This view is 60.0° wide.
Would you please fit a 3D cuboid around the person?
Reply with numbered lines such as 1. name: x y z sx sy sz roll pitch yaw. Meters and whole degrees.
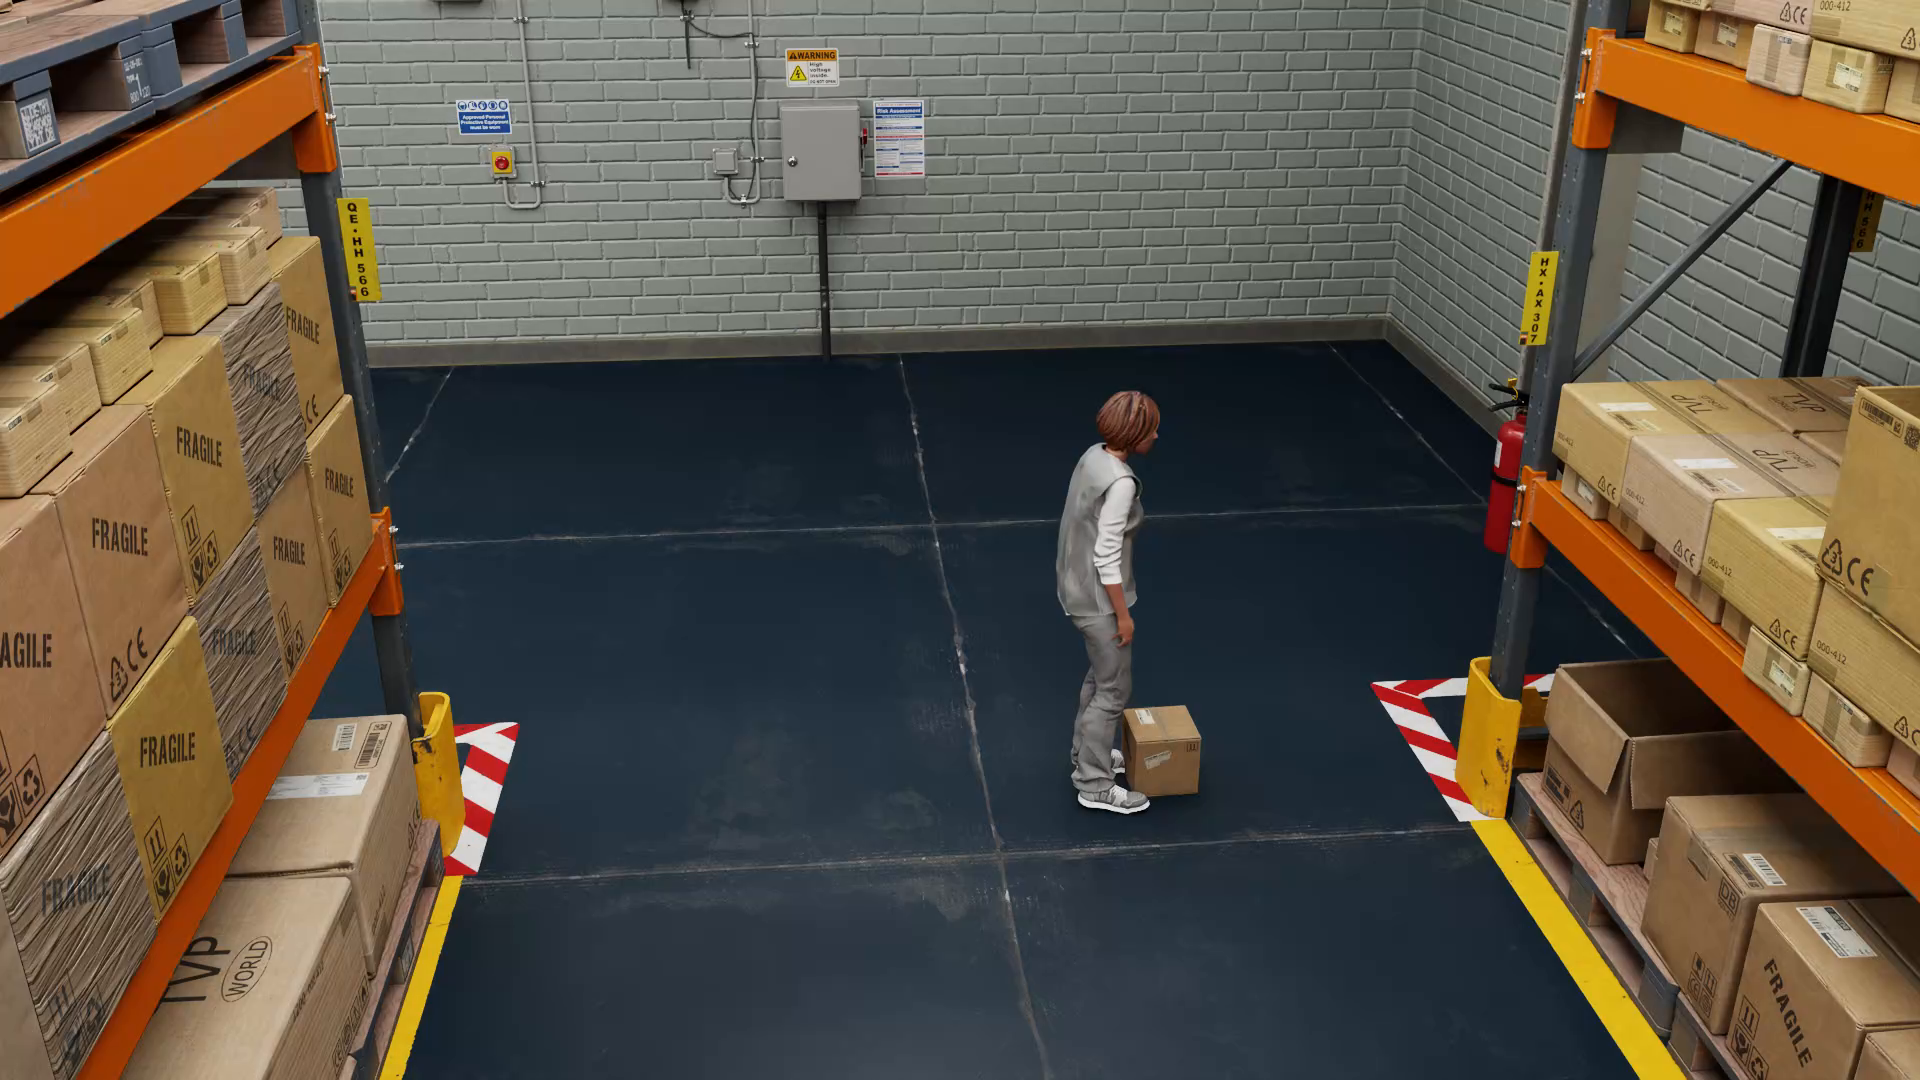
1. person: 0.544 0.218 6.128 0.364 1.592 0.463 -2 24 -5
